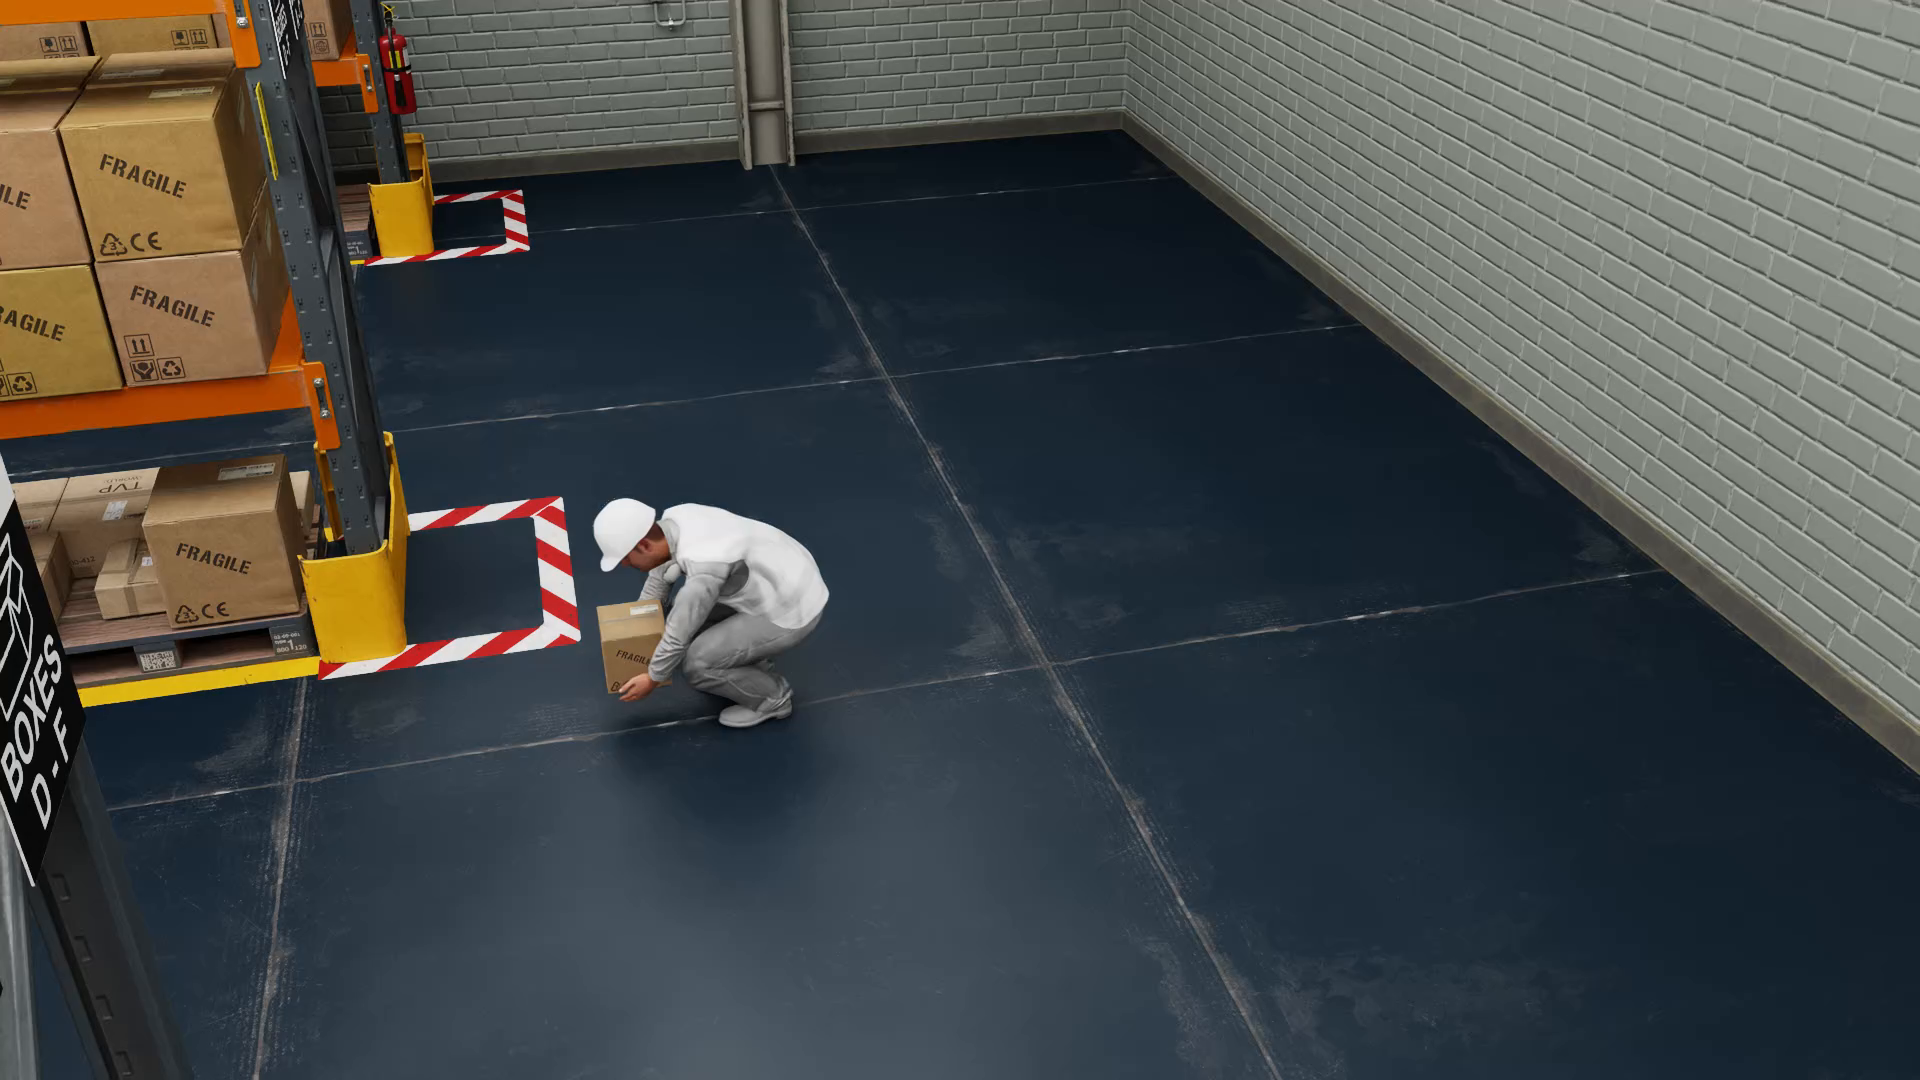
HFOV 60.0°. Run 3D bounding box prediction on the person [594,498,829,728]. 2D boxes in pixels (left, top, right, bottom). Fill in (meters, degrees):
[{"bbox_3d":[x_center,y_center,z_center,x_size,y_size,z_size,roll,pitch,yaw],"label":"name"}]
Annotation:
[{"bbox_3d":[-0.947,0.234,6.464,0.862,1.013,0.532,-8,31,-13],"label":"person"}]
